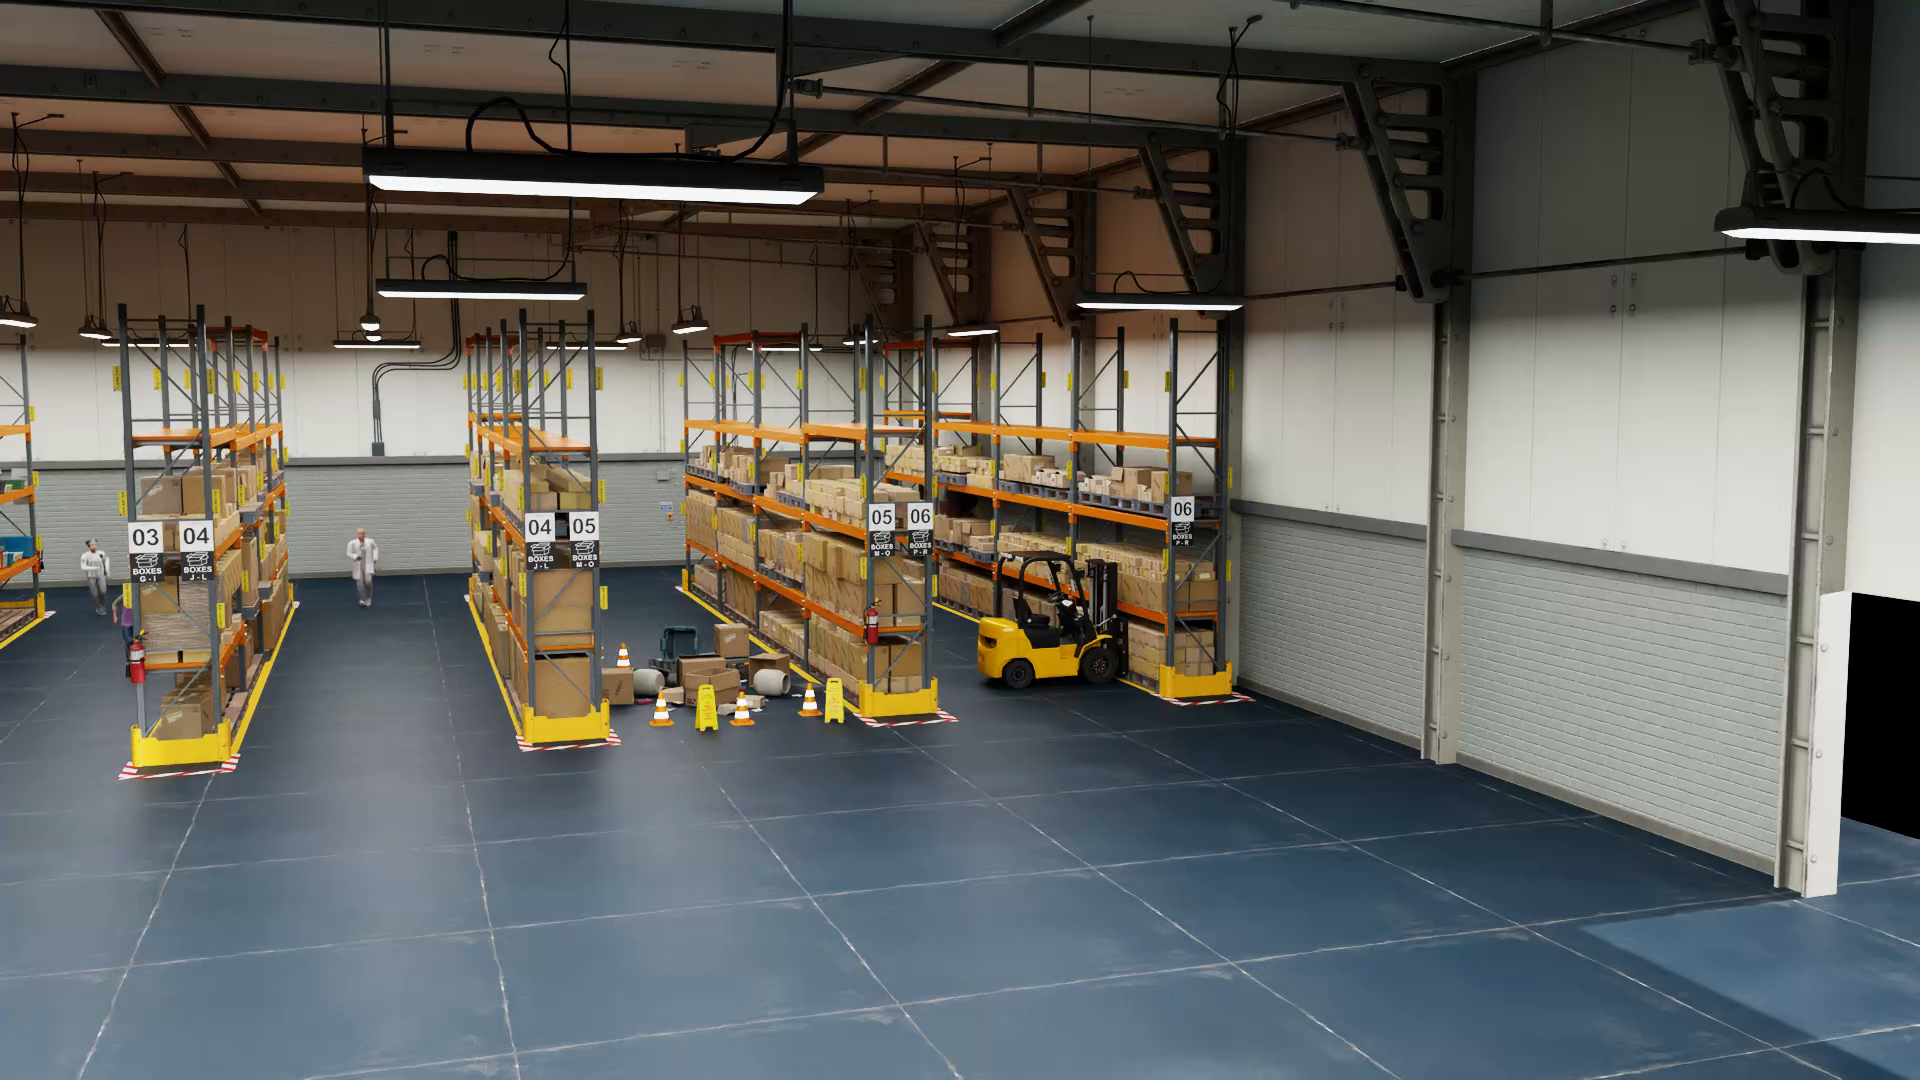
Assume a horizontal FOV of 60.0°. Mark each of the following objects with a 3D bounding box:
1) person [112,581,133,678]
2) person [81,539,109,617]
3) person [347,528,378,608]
[{"bbox_3d":[-14.234,1.494,28.585,0.571,1.621,0.869,-3,6,-26],"label":"person"},{"bbox_3d":[-18.490,0.804,35.587,0.541,1.699,0.655,-3,6,-29],"label":"person"},{"bbox_3d":[-13.273,0.621,36.957,0.654,1.780,0.850,-2,6,-19],"label":"person"}]
